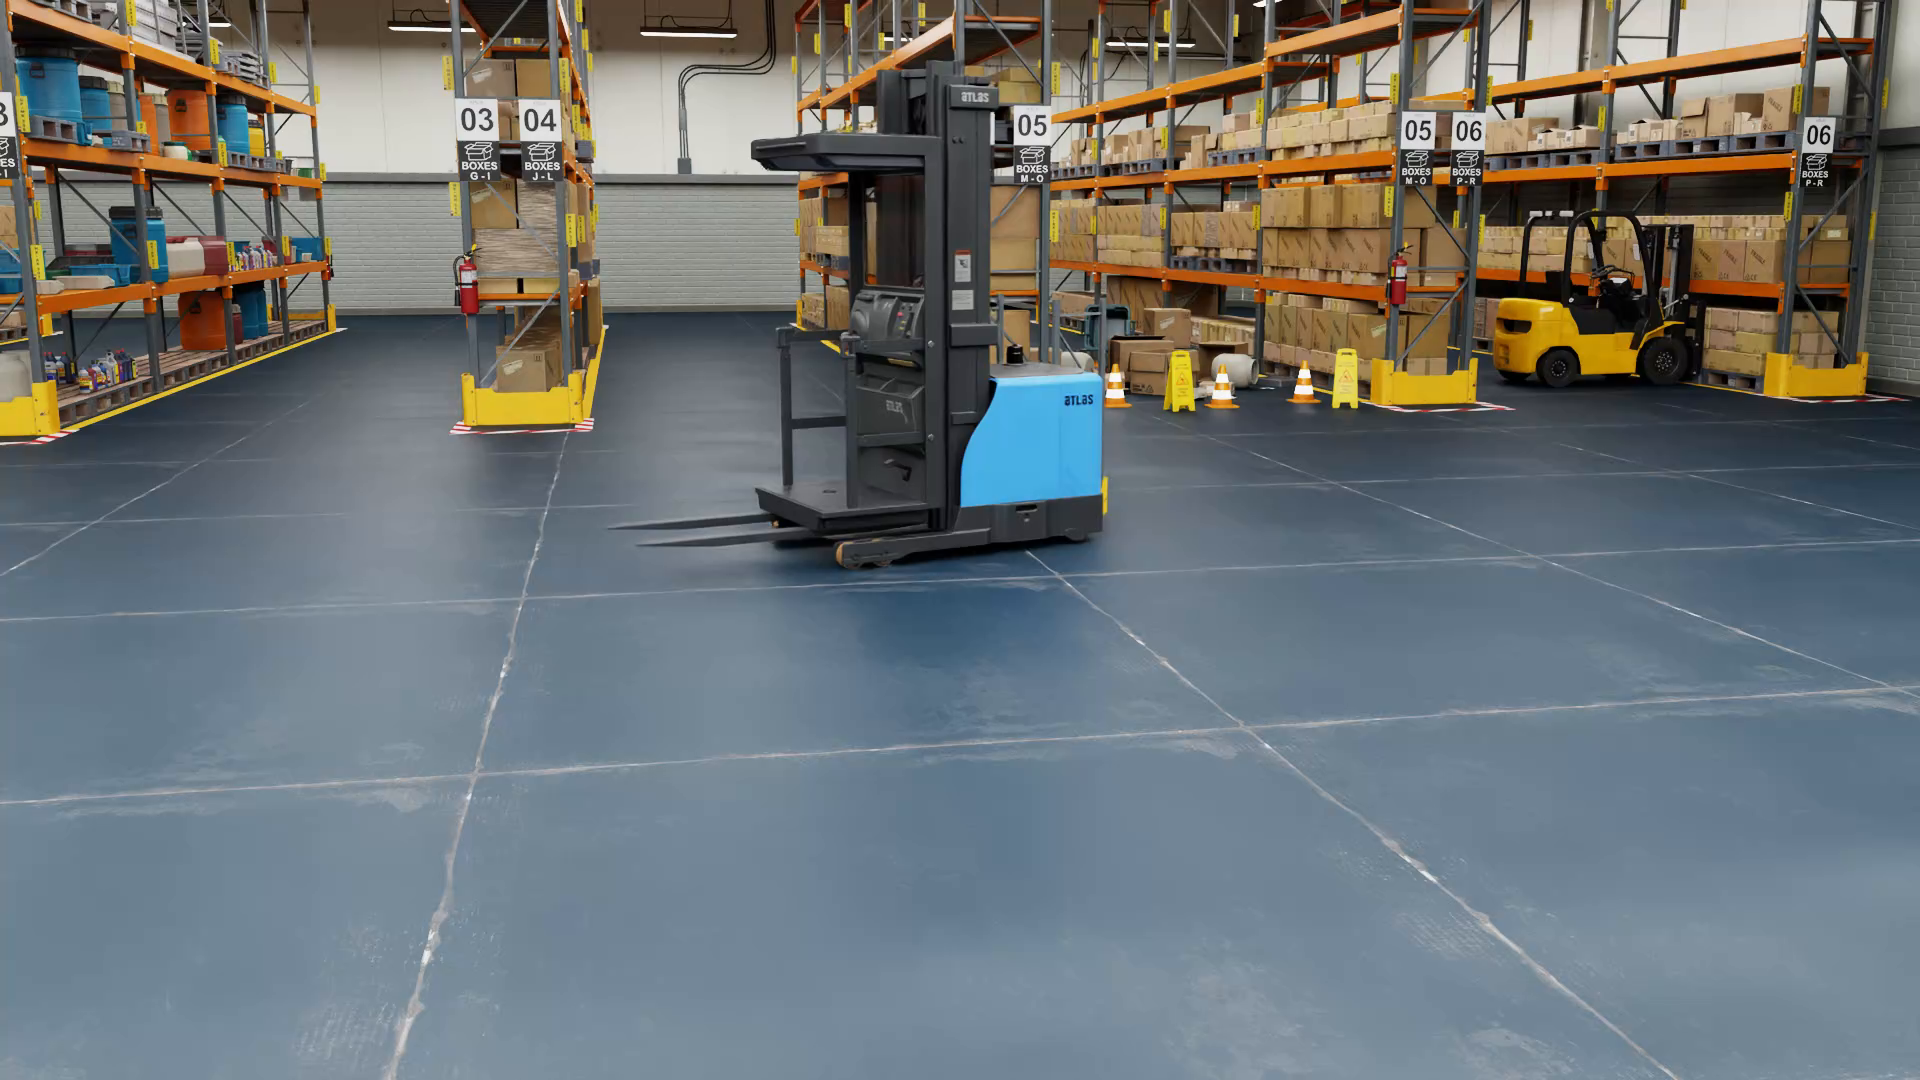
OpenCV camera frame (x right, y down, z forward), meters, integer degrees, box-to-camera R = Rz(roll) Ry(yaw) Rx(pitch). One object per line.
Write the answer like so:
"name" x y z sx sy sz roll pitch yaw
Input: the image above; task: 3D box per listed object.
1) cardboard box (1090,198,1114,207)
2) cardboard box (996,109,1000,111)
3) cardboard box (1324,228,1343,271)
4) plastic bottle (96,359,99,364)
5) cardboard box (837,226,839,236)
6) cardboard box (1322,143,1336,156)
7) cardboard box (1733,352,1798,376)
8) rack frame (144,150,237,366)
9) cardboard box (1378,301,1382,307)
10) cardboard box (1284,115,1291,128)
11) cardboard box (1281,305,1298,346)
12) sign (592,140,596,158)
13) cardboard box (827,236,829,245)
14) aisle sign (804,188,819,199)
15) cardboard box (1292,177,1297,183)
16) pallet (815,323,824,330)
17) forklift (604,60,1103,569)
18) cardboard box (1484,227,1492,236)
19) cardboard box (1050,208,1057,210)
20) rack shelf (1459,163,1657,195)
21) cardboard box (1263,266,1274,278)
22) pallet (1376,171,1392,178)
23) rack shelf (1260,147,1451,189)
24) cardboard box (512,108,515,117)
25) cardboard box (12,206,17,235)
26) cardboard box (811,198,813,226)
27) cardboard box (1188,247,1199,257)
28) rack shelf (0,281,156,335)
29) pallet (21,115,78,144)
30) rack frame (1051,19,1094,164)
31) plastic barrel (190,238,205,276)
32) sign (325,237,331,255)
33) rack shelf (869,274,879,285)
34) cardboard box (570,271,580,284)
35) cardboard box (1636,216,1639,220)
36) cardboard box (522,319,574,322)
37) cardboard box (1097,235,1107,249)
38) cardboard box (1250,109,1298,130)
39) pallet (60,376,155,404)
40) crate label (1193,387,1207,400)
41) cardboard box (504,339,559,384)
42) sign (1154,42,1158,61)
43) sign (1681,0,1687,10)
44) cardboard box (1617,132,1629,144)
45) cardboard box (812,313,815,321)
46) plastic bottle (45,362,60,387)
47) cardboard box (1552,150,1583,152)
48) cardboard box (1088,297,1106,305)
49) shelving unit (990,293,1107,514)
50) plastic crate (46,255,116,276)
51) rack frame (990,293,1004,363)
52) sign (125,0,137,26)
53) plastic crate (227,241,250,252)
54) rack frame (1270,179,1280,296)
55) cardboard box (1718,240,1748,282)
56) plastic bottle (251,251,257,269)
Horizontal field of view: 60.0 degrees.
"cardboard box" 2.573 -6.128 30.196 0.380 0.149 0.250 -2 11 -12
"cardboard box" 0.501 -4.818 18.178 0.500 0.250 0.500 -2 11 -12
"cardboard box" 4.716 -3.492 19.960 0.500 0.500 0.500 -2 11 -11
"plastic bottle" -9.666 -1.888 18.682 0.061 0.283 0.133 -2 11 -11
"cardboard box" -1.704 -4.787 25.782 0.380 0.149 0.250 -2 11 -12
"cardboard box" 4.593 -4.709 20.066 0.380 0.149 0.250 -2 11 -12
"cardboard box" 9.746 -2.135 20.123 0.500 0.250 0.500 -2 11 -11
"rack frame" -10.856 -3.950 23.430 1.000 3.000 0.127 -2 11 -11
"cardboard box" 7.800 -4.190 30.250 0.500 0.500 0.500 -2 11 -12
"cardboard box" 4.364 -5.334 21.216 0.380 0.149 0.250 -2 11 -13
"cardboard box" 4.467 -2.766 21.429 0.500 0.500 0.500 -2 11 -9
"sign" -7.019 -7.485 31.819 0.100 0.325 0.005 -2 11 -11
"cardboard box" -1.959 -4.879 27.063 0.380 0.149 0.250 -2 11 -12
"aisle sign" -2.977 -7.039 32.705 0.394 0.787 0.004 -2 11 -11
"cardboard box" 6.927 -7.278 33.564 0.380 0.149 0.250 -2 11 -10
"pallet" -2.056 -3.778 29.982 1.003 0.211 1.213 -2 11 -11
"forklift" -0.631 -1.379 10.101 3.031 2.935 1.130 -6 12 -28
"cardboard box" 8.493 -4.876 26.288 0.380 0.149 0.250 -2 11 -9
"cardboard box" 2.088 -6.306 32.862 0.500 0.500 0.500 -2 11 -13
"rack shelf" 8.980 -5.426 25.081 1.077 0.370 4.000 -2 11 -11
"cardboard box" 4.248 -3.565 22.074 0.380 0.149 0.250 -2 11 -11
"pallet" 8.076 -6.475 29.172 1.213 0.211 1.003 -2 11 -11
"rack shelf" 4.890 -4.511 20.275 1.077 0.370 4.000 -2 11 -11
"cardboard box" -4.896 -4.492 17.587 0.380 0.149 0.250 -2 11 -10
"cardboard box" -16.816 -5.614 29.230 0.500 0.500 0.500 -2 11 -9
"cardboard box" -2.439 -5.978 30.344 0.500 0.500 0.500 -2 11 -10
"cardboard box" 3.667 -4.351 25.085 0.380 0.149 0.250 -2 11 -11
"rack shelf" -9.689 -2.497 17.715 1.077 0.370 4.000 -2 11 -11
"pallet" -9.365 -4.019 16.274 1.003 0.211 1.213 -2 11 -11
"rack frame" 2.167 -8.905 33.417 1.000 3.000 0.127 -2 11 -11
"plastic barrel" -10.447 -3.825 22.469 0.421 0.512 0.421 0 11 0
"sign" -11.876 -5.521 31.244 0.100 0.325 0.005 -2 11 -11
"rack shelf" -0.724 -3.572 23.366 1.077 0.370 4.000 -2 11 -11
"cardboard box" -4.703 -3.109 19.679 0.380 0.149 0.250 -2 11 -11
"cardboard box" 9.338 -4.292 22.427 0.380 0.149 0.250 -2 11 -12
"cardboard box" -5.502 -2.689 22.312 0.700 0.500 0.500 -3 11 -16
"cardboard box" 2.754 -5.306 29.613 0.500 0.250 0.500 -2 11 -13
"cardboard box" 4.263 -5.711 22.597 0.500 0.250 0.500 -2 11 -10
"pallet" -9.988 -1.722 19.181 1.003 0.211 1.213 -2 11 -11
"crate label" 2.694 -1.689 19.202 0.250 0.136 0.298 -9 14 -40
"cardboard box" -4.800 -1.981 18.643 0.500 0.500 0.500 -1 11 -6
"sign" 3.475 -8.691 29.583 0.100 0.325 0.005 -2 11 -11
"sign" 9.918 -7.438 22.786 0.100 0.325 0.005 -2 11 -11
"cardboard box" 9.159 -5.451 22.571 0.380 0.149 0.250 -2 11 -10
"cardboard box" -2.567 -4.175 31.108 0.380 0.149 0.250 -2 11 -11
"plastic bottle" -10.068 -1.829 18.393 0.152 0.276 0.135 -2 11 -11
"cardboard box" 9.080 -5.899 24.877 0.380 0.166 0.250 -2 11 -11
"cardboard box" 2.928 -4.291 30.950 0.875 0.438 0.875 -2 11 -12
"shelving unit" 0.462 -0.966 11.759 0.587 1.500 1.083 -10 14 -42
"plastic crate" -10.101 -3.086 19.052 0.767 0.338 0.504 -2 11 -11
"rack frame" 0.125 -1.035 12.121 0.500 1.500 0.032 -10 14 -42
"sign" -9.536 -6.079 19.128 0.100 0.325 0.005 -2 11 -11
"plastic crate" -12.059 -4.779 27.665 0.392 0.384 0.575 -2 11 -11
"rack frame" 7.035 -6.139 34.930 1.000 3.000 0.127 -2 11 -11
"cardboard box" 9.702 -3.430 20.429 0.500 0.500 0.500 -2 11 -9
"plastic bottle" -11.000 -4.336 25.787 0.152 0.276 0.135 -2 11 -11
